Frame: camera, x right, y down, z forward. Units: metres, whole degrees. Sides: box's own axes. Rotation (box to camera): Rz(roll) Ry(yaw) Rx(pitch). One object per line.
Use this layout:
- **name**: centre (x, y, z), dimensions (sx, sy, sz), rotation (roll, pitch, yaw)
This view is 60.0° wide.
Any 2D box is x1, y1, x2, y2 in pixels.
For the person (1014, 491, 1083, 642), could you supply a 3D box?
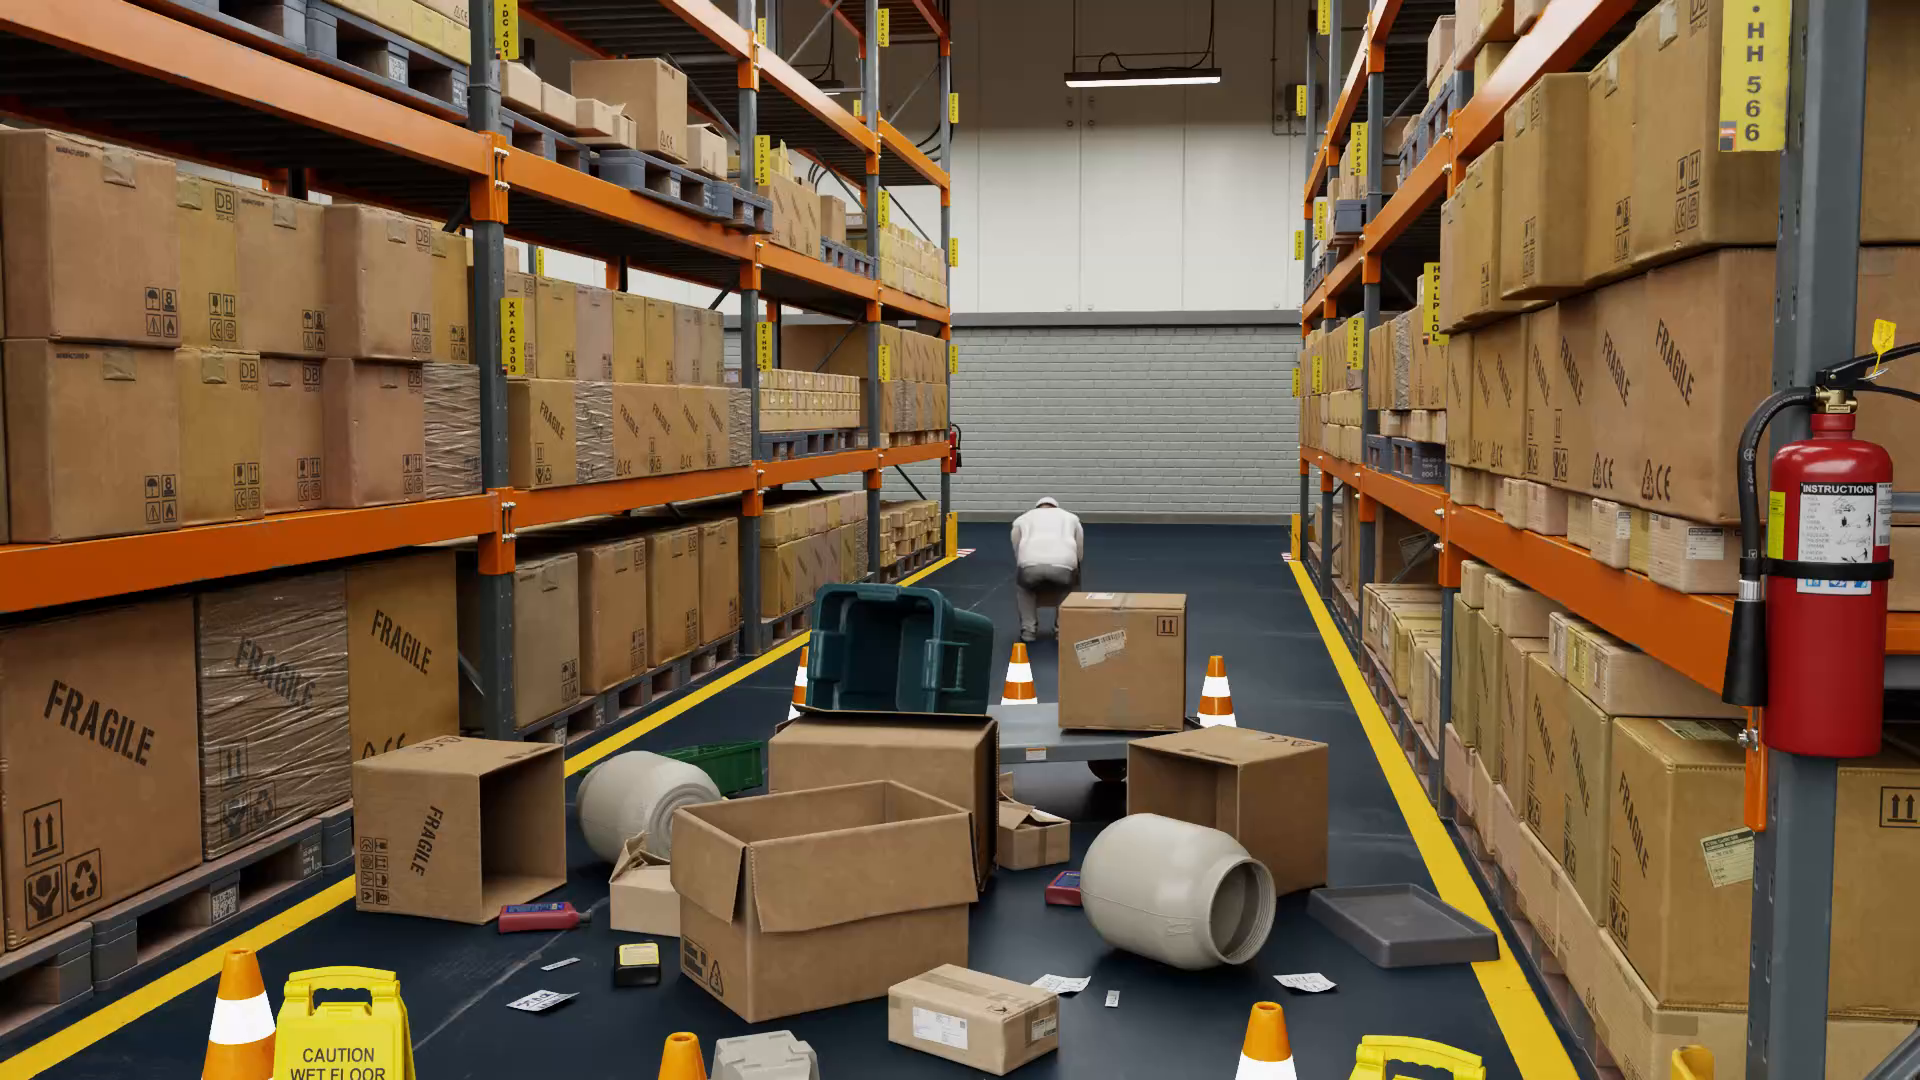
- **person**: centre (0.641, 0.184, 12.206), dimensions (0.512, 1.056, 0.966), rotation (0, 4, 6)
